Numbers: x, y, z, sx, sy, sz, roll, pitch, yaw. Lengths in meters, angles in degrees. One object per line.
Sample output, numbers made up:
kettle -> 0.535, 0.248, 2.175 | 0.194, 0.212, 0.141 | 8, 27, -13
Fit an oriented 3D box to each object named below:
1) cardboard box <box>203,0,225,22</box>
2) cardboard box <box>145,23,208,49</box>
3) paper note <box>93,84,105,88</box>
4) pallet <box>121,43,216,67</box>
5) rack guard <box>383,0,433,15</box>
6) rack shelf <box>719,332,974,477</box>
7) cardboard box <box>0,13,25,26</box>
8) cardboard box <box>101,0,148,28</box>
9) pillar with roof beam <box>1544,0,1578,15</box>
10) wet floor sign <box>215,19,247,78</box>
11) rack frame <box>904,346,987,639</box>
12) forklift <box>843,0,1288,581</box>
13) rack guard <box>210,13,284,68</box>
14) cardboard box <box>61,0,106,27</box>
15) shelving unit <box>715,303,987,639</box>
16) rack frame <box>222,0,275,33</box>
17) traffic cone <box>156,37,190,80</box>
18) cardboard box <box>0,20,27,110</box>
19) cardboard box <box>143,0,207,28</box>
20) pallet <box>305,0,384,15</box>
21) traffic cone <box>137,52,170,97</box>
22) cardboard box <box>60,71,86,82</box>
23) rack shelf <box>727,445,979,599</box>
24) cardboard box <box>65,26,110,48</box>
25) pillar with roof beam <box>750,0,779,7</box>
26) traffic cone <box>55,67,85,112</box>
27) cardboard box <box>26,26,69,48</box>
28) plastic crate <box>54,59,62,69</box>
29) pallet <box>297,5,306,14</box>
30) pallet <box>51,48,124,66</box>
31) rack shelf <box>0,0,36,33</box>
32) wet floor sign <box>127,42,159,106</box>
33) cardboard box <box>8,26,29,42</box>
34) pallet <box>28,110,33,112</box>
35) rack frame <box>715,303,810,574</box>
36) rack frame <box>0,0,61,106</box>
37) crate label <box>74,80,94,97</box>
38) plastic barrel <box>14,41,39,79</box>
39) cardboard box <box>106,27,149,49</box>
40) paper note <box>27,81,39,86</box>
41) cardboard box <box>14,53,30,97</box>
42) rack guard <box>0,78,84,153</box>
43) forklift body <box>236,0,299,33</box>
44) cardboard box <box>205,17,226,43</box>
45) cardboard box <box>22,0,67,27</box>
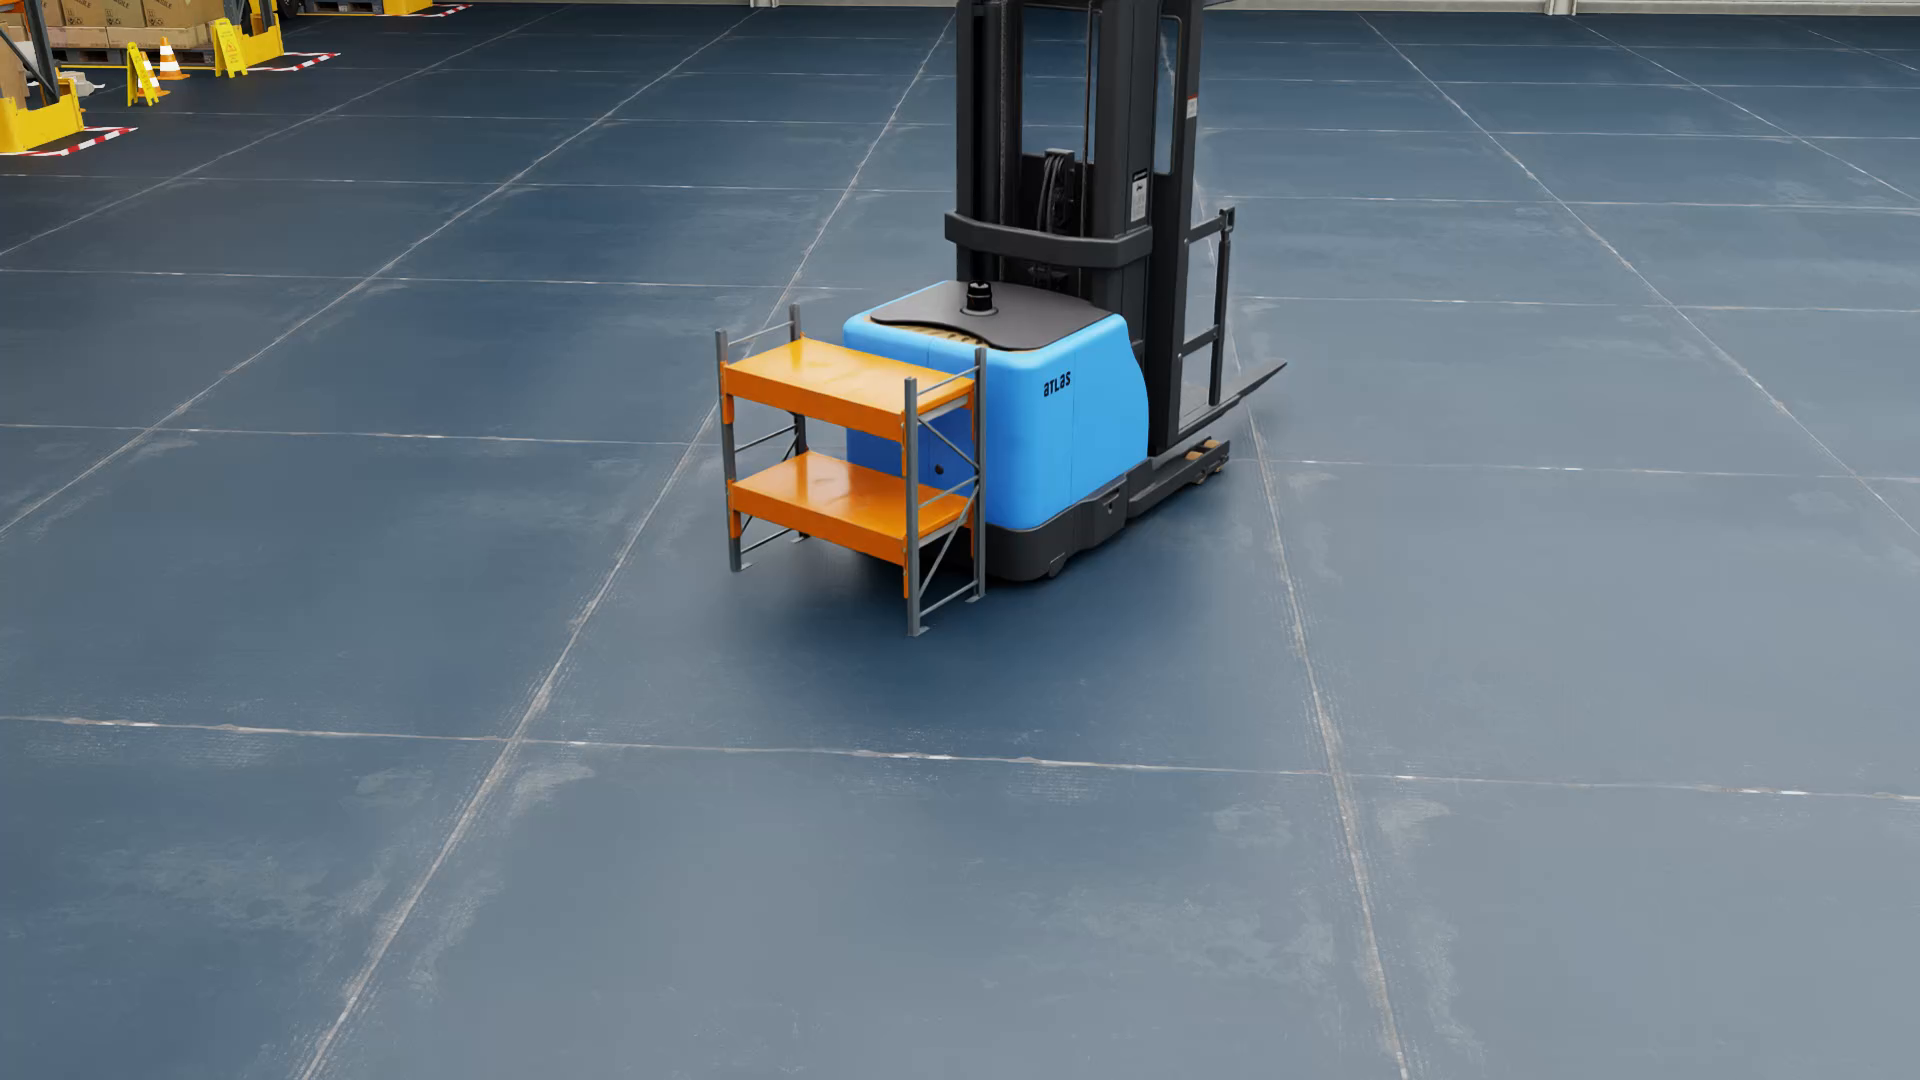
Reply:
cardboard box -> -9.556, -6.752, 20.725 | 0.500, 0.500, 0.500 | 1, 25, 2
cardboard box -> -9.600, -6.184, 20.388 | 0.500, 0.250, 0.500 | 2, 25, 4
paper note -> -9.844, -5.180, 18.971 | 0.142, 0.019, 0.148 | -7, 26, -14
pallet -> -9.632, -6.104, 20.764 | 1.213, 0.211, 1.003 | 2, 25, 4
rack guard -> -8.349, -8.261, 25.104 | 0.348, 0.500, 1.175 | 2, 25, 4
rack shelf -> -0.460, -0.585, 6.975 | 1.000, 0.278, 0.538 | 18, 30, 33
cardboard box -> -11.635, -6.595, 20.383 | 0.500, 0.500, 0.500 | 3, 25, 6
cardboard box -> -10.089, -6.543, 20.270 | 0.500, 0.500, 0.500 | 3, 25, 6
pillar with roof beam -> 8.619, -10.150, 19.043 | 0.400, 9.000, 9.100 | 2, 25, 4
wet floor sign -> -8.642, -5.806, 19.597 | 0.232, 0.644, 0.267 | 11, 27, 22
rack frame -> -0.054, -0.191, 6.818 | 0.032, 1.125, 0.500 | 18, 30, 33
forklift -> 0.723, -1.713, 7.967 | 1.130, 2.935, 3.031 | 16, 29, 31
rack guard -> -8.825, -6.195, 20.615 | 0.348, 0.500, 1.175 | 2, 25, 4
cardboard box -> -10.591, -6.562, 20.312 | 0.500, 0.500, 0.500 | 1, 25, 3
shelving unit -> -0.459, -0.319, 7.097 | 1.048, 1.125, 0.538 | 18, 30, 33
rack frame -> -8.749, -7.328, 20.087 | 0.127, 3.000, 1.000 | 2, 25, 4
traffic cone -> -9.277, -5.652, 19.479 | 0.334, 0.463, 0.336 | 2, 25, 4
cardboard box -> -9.709, -4.481, 15.940 | 0.875, 0.875, 0.875 | 2, 25, 4
cardboard box -> -9.568, -6.527, 20.237 | 0.500, 0.500, 0.500 | 2, 25, 4
pallet -> -9.139, -8.137, 25.182 | 1.213, 0.211, 1.003 | 2, 25, 4
traffic cone -> -9.023, -5.178, 18.450 | 0.334, 0.463, 0.336 | 2, 25, 4
cardboard box -> -10.210, -5.233, 18.945 | 0.250, 0.149, 0.380 | 16, 29, 31
rack shelf -> -0.459, -0.097, 7.199 | 1.000, 0.278, 0.538 | 18, 30, 33
cardboard box -> -10.614, -6.218, 20.461 | 0.500, 0.250, 0.500 | 1, 25, 2
pillar with roof beam -> -3.345, -10.534, 19.878 | 0.400, 9.000, 9.100 | 2, 25, 4
traffic cone -> -9.448, -4.718, 17.450 | 0.334, 0.463, 0.336 | 2, 25, 4
cardboard box -> -11.108, -6.238, 20.505 | 0.500, 0.250, 0.500 | 2, 25, 3
plastic crate -> -11.235, -5.738, 20.124 | 0.583, 0.080, 0.402 | -7, 26, -14
pallet -> -10.352, -8.177, 25.269 | 1.213, 0.211, 1.003 | 2, 25, 4
pallet -> -10.846, -6.145, 20.851 | 1.213, 0.211, 1.003 | 2, 25, 4
rack shelf -> -11.022, -4.999, 15.886 | 4.000, 0.370, 1.077 | 2, 25, 4
wet floor sign -> -8.847, -5.017, 17.880 | 0.232, 0.644, 0.267 | -2, 25, -5
cardboard box -> -11.637, -6.254, 20.540 | 0.500, 0.250, 0.500 | 3, 25, 7
pallet -> -9.831, -3.988, 16.164 | 1.213, 0.211, 1.003 | 2, 25, 4
rack frame -> -0.865, -0.447, 7.376 | 0.032, 1.125, 0.500 | 18, 30, 33
rack frame -> -9.028, -5.262, 15.597 | 0.127, 3.000, 1.000 | 2, 25, 4
crate label -> -9.811, -5.030, 18.517 | 0.298, 0.136, 0.250 | -11, 27, -23
plastic barrel -> -10.925, -5.593, 19.398 | 0.421, 0.421, 0.512 | 22, 33, 39
cardboard box -> -10.092, -6.203, 20.430 | 0.500, 0.250, 0.500 | 2, 25, 4
paper note -> -10.680, -5.264, 19.168 | 0.142, 0.019, 0.148 | 11, 27, 22
cardboard box -> -10.694, -5.195, 18.438 | 0.637, 0.503, 0.797 | -17, 30, -32
rack guard -> -9.004, -4.125, 16.117 | 0.348, 0.500, 1.175 | 2, 25, 4
forklift body -> -10.403, -8.312, 23.240 | 1.214, 2.155, 2.313 | 2, 25, 4
cardboard box -> -9.532, -6.411, 20.881 | 0.500, 0.250, 0.500 | 2, 25, 4
cardboard box -> -11.119, -6.577, 20.346 | 0.500, 0.500, 0.500 | 3, 25, 7
